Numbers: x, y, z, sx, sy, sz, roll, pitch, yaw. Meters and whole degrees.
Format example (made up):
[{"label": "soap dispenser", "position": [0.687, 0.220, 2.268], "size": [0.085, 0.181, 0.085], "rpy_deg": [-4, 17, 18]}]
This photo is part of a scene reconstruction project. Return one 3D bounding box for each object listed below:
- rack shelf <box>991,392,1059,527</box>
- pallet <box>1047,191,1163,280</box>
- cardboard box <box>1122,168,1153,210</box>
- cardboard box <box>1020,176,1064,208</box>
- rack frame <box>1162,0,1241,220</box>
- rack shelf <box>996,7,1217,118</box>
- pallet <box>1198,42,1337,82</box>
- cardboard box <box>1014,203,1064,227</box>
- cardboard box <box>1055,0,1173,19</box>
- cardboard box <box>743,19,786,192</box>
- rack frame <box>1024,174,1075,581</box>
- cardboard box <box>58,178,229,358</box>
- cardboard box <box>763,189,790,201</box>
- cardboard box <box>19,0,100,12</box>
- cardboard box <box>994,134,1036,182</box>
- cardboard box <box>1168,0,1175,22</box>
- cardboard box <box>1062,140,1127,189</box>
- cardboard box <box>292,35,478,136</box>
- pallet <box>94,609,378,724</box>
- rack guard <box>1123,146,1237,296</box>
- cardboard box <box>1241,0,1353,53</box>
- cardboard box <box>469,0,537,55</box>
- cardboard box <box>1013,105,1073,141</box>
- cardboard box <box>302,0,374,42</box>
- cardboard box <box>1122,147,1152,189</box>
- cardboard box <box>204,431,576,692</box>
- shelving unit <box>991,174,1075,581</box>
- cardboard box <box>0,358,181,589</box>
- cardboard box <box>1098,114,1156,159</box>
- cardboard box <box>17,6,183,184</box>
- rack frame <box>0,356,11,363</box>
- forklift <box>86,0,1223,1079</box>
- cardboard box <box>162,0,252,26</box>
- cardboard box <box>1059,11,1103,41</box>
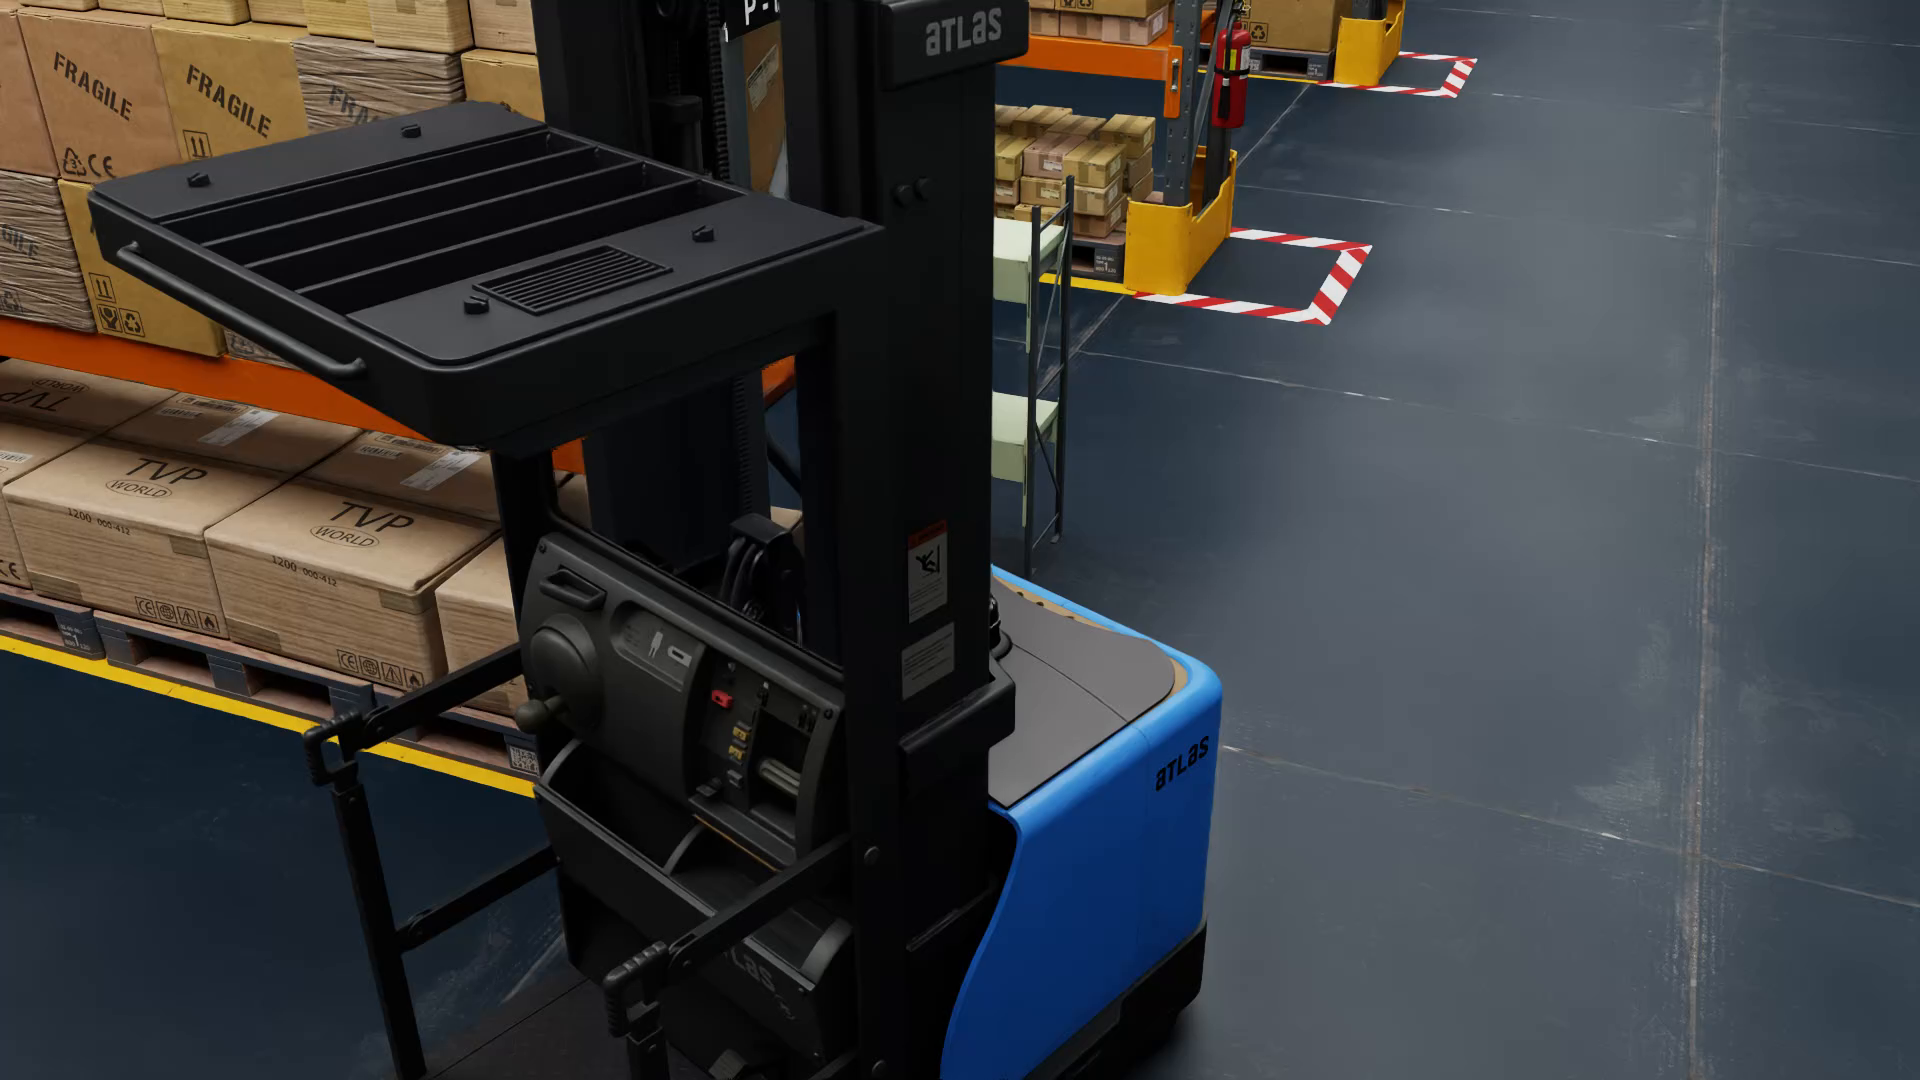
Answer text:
[{"label": "rack shelf", "position": [-0.006, -0.370, 6.544], "size": [0.720, 0.370, 0.431], "rpy_deg": [11, 31, 19]}, {"label": "pallet", "position": [0.527, -1.883, 9.867], "size": [1.213, 0.211, 1.003], "rpy_deg": [11, 31, 19]}, {"label": "cardboard box", "position": [0.972, -2.101, 9.889], "size": [0.250, 0.149, 0.380], "rpy_deg": [12, 32, 20]}, {"label": "cardboard box", "position": [0.519, -2.028, 9.458], "size": [0.250, 0.149, 0.380], "rpy_deg": [11, 31, 18]}, {"label": "rack frame", "position": [1.337, -2.916, 8.861], "size": [0.127, 3.000, 1.000], "rpy_deg": [11, 31, 19]}, {"label": "rack shelf", "position": [-0.516, -2.973, 9.693], "size": [4.000, 0.370, 1.077], "rpy_deg": [11, 31, 19]}, {"label": "pallet", "position": [2.525, -4.057, 13.714], "size": [1.213, 0.211, 1.003], "rpy_deg": [11, 31, 19]}, {"label": "cardboard box", "position": [0.495, -1.862, 9.466], "size": [0.250, 0.149, 0.380], "rpy_deg": [12, 32, 21]}, {"label": "cardboard box", "position": [0.824, -3.055, 8.703], "size": [0.500, 0.500, 0.500], "rpy_deg": [12, 32, 20]}, {"label": "cardboard box", "position": [-0.768, -1.338, 4.951], "size": [0.500, 0.500, 0.500], "rpy_deg": [11, 31, 18]}, {"label": "rack frame", "position": [0.333, -0.586, 6.263], "size": [0.023, 1.500, 0.400], "rpy_deg": [11, 31, 19]}, {"label": "cardboard box", "position": [-2.400, -0.933, 5.250], "size": [0.500, 0.500, 0.500], "rpy_deg": [12, 32, 21]}, {"label": "cardboard box", "position": [-0.767, -0.904, 5.199], "size": [0.500, 0.500, 0.500], "rpy_deg": [11, 31, 19]}, {"label": "cardboard box", "position": [-2.538, -1.675, 4.888], "size": [0.250, 0.149, 0.380], "rpy_deg": [11, 31, 19]}, {"label": "cardboard box", "position": [0.252, -2.162, 9.393], "size": [0.250, 0.149, 0.380], "rpy_deg": [11, 31, 18]}, {"label": "cardboard box", "position": [1.160, -3.016, 9.294], "size": [0.250, 0.149, 0.380], "rpy_deg": [11, 31, 19]}, {"label": "cardboard box", "position": [0.751, -2.099, 9.282], "size": [0.250, 0.149, 0.380], "rpy_deg": [12, 32, 20]}, {"label": "cardboard box", "position": [-1.462, -1.183, 4.678], "size": [0.500, 0.500, 0.500], "rpy_deg": [11, 31, 19]}, {"label": "pallet", "position": [-2.327, 0.235, 6.120], "size": [1.213, 0.211, 1.003], "rpy_deg": [11, 31, 19]}, {"label": "rack guard", "position": [1.267, -1.842, 9.501], "size": [0.348, 0.500, 1.175], "rpy_deg": [11, 31, 19]}, {"label": "cardboard box", "position": [2.673, -4.499, 13.394], "size": [0.875, 0.875, 0.875], "rpy_deg": [11, 31, 19]}, {"label": "cardboard box", "position": [-1.082, -1.413, 4.424], "size": [0.250, 0.149, 0.380], "rpy_deg": [12, 32, 20]}, {"label": "cardboard box", "position": [0.493, -2.470, 9.938], "size": [0.250, 0.149, 0.380], "rpy_deg": [11, 31, 19]}, {"label": "cardboard box", "position": [-1.571, -1.488, 4.557], "size": [0.250, 0.149, 0.380], "rpy_deg": [12, 32, 20]}, {"label": "cardboard box", "position": [0.948, -2.202, 9.765], "size": [0.250, 0.149, 0.380], "rpy_deg": [13, 32, 21]}, {"label": "cardboard box", "position": [-1.931, 0.050, 5.790], "size": [0.875, 0.438, 0.875], "rpy_deg": [12, 32, 20]}, {"label": "shelving unit", "position": [-0.006, -0.654, 6.383], "size": [0.755, 1.500, 0.431], "rpy_deg": [11, 31, 19]}, {"label": "cardboard box", "position": [-3.595, -0.283, 6.379], "size": [0.875, 0.438, 0.875], "rpy_deg": [11, 31, 18]}, {"label": "cardboard box", "position": [0.979, -2.369, 9.759], "size": [0.250, 0.149, 0.380], "rpy_deg": [10, 31, 17]}, {"label": "cardboard box", "position": [-2.384, -1.370, 5.008], "size": [0.500, 0.500, 0.500], "rpy_deg": [11, 31, 19]}, {"label": "rack frame", "position": [-4.137, -1.381, 6.144], "size": [0.127, 3.000, 1.000], "rpy_deg": [11, 31, 19]}, {"label": "forklift", "position": [-0.720, 0.344, 3.163], "size": [1.130, 2.935, 3.031], "rpy_deg": [25, 38, 36]}, {"label": "cardboard box", "position": [-2.041, -1.588, 4.734], "size": [0.250, 0.149, 0.380], "rpy_deg": [12, 32, 20]}, {"label": "cardboard box", "position": [0.712, -2.802, 8.913], "size": [0.250, 0.149, 0.380], "rpy_deg": [11, 31, 19]}]
